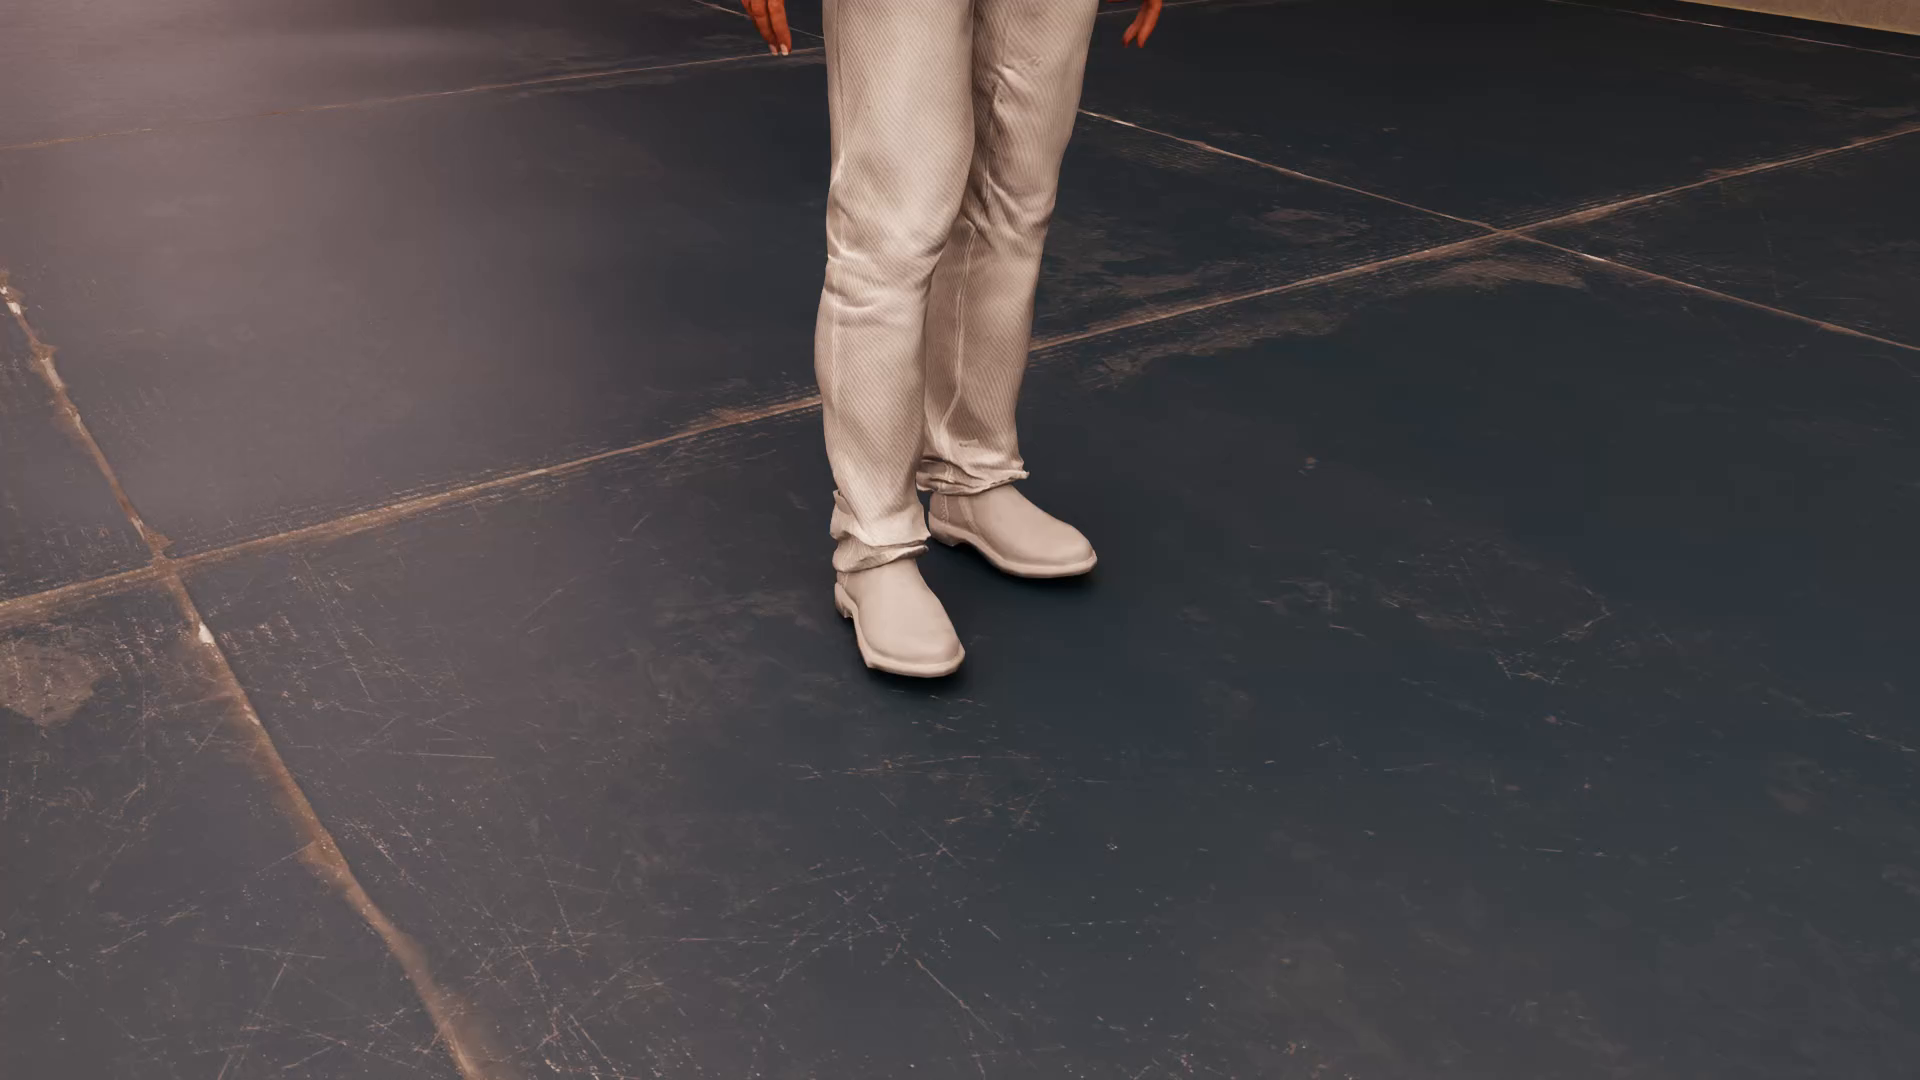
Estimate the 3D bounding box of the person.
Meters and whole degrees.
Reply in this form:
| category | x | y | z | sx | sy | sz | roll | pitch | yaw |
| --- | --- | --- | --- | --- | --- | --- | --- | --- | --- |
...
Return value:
| category | x | y | z | sx | sy | sz | roll | pitch | yaw |
| --- | --- | --- | --- | --- | --- | --- | --- | --- | --- |
| person | 0.035 | -0.769 | 2.047 | 0.665 | 1.766 | 0.576 | -17 | 31 | -31 |
